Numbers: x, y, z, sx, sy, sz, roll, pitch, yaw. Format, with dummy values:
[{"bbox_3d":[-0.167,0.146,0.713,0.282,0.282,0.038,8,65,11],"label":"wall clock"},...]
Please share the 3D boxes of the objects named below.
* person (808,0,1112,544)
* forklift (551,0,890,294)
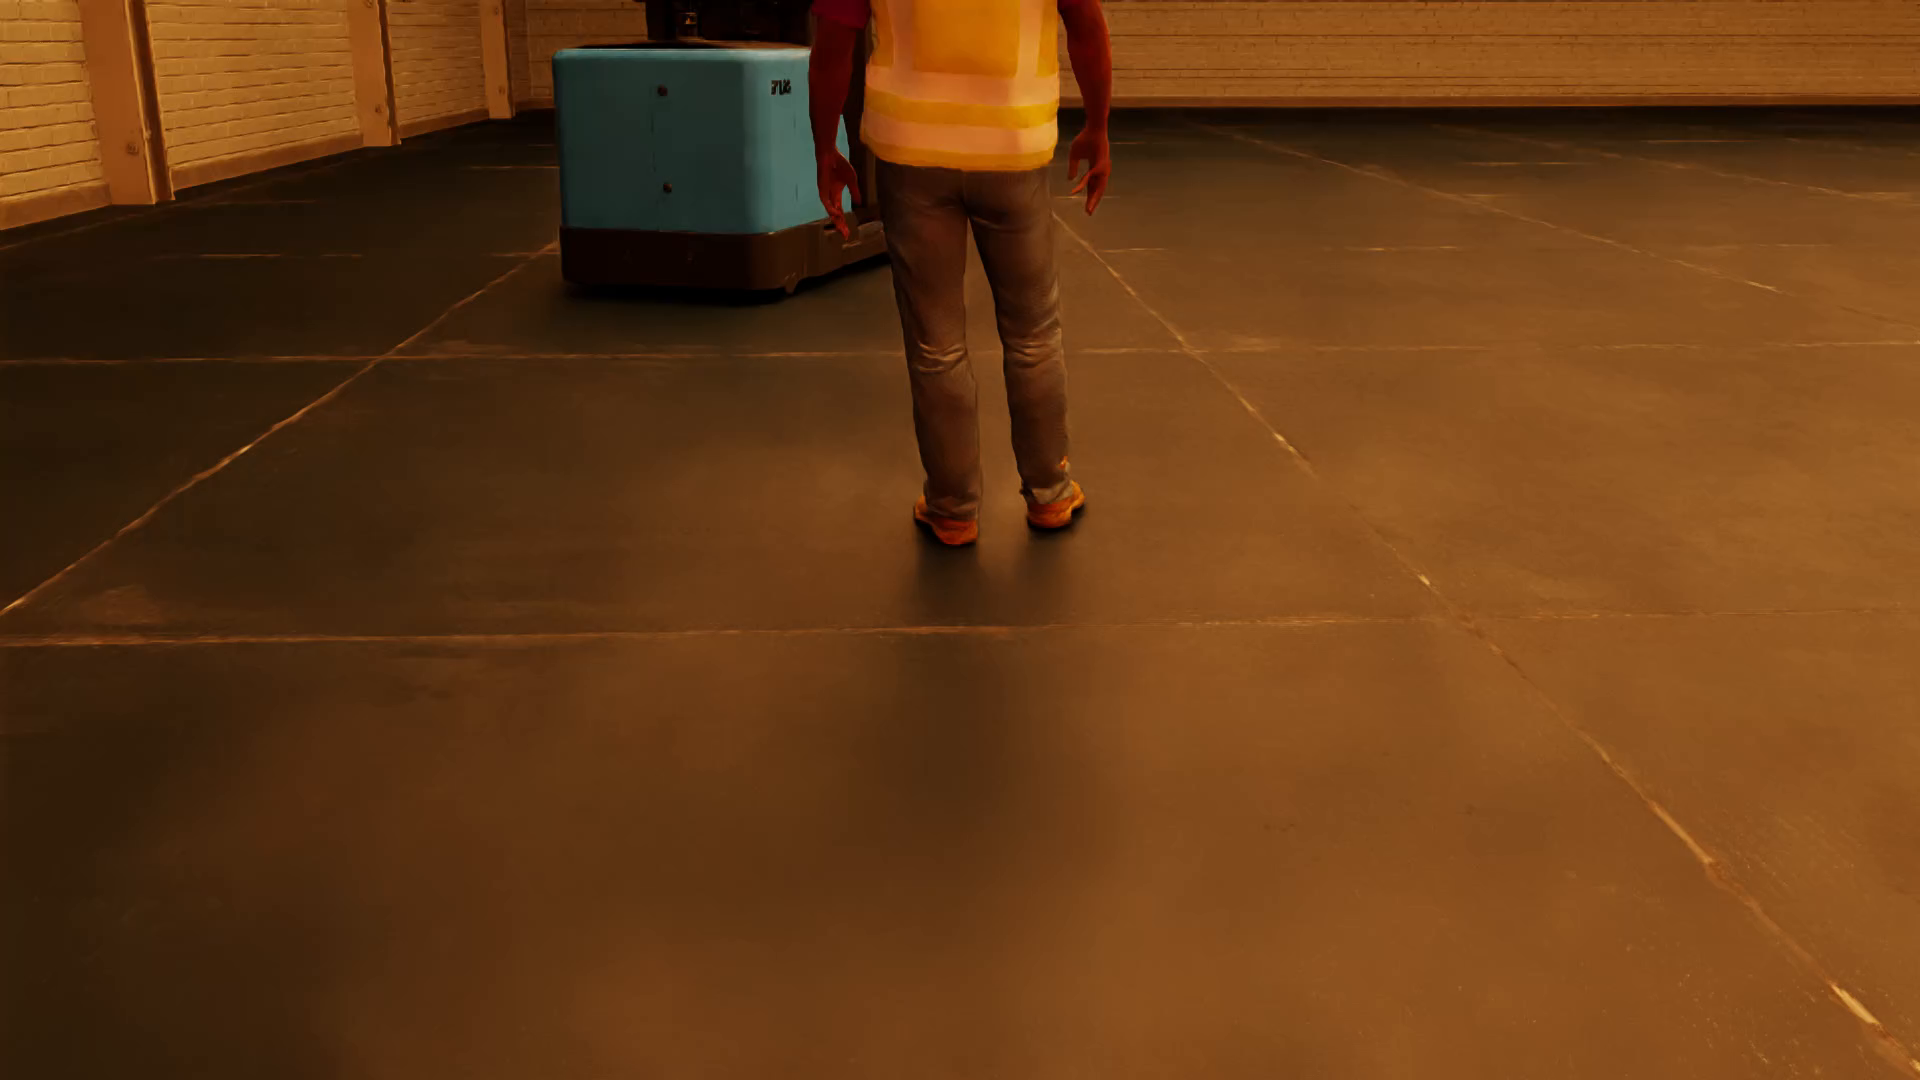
[{"bbox_3d":[0.002,-0.872,3.724,0.665,1.766,0.576,-1,17,-3],"label":"person"},{"bbox_3d":[-0.883,-2.879,8.317,1.130,2.935,3.031,5,18,16],"label":"forklift"}]
